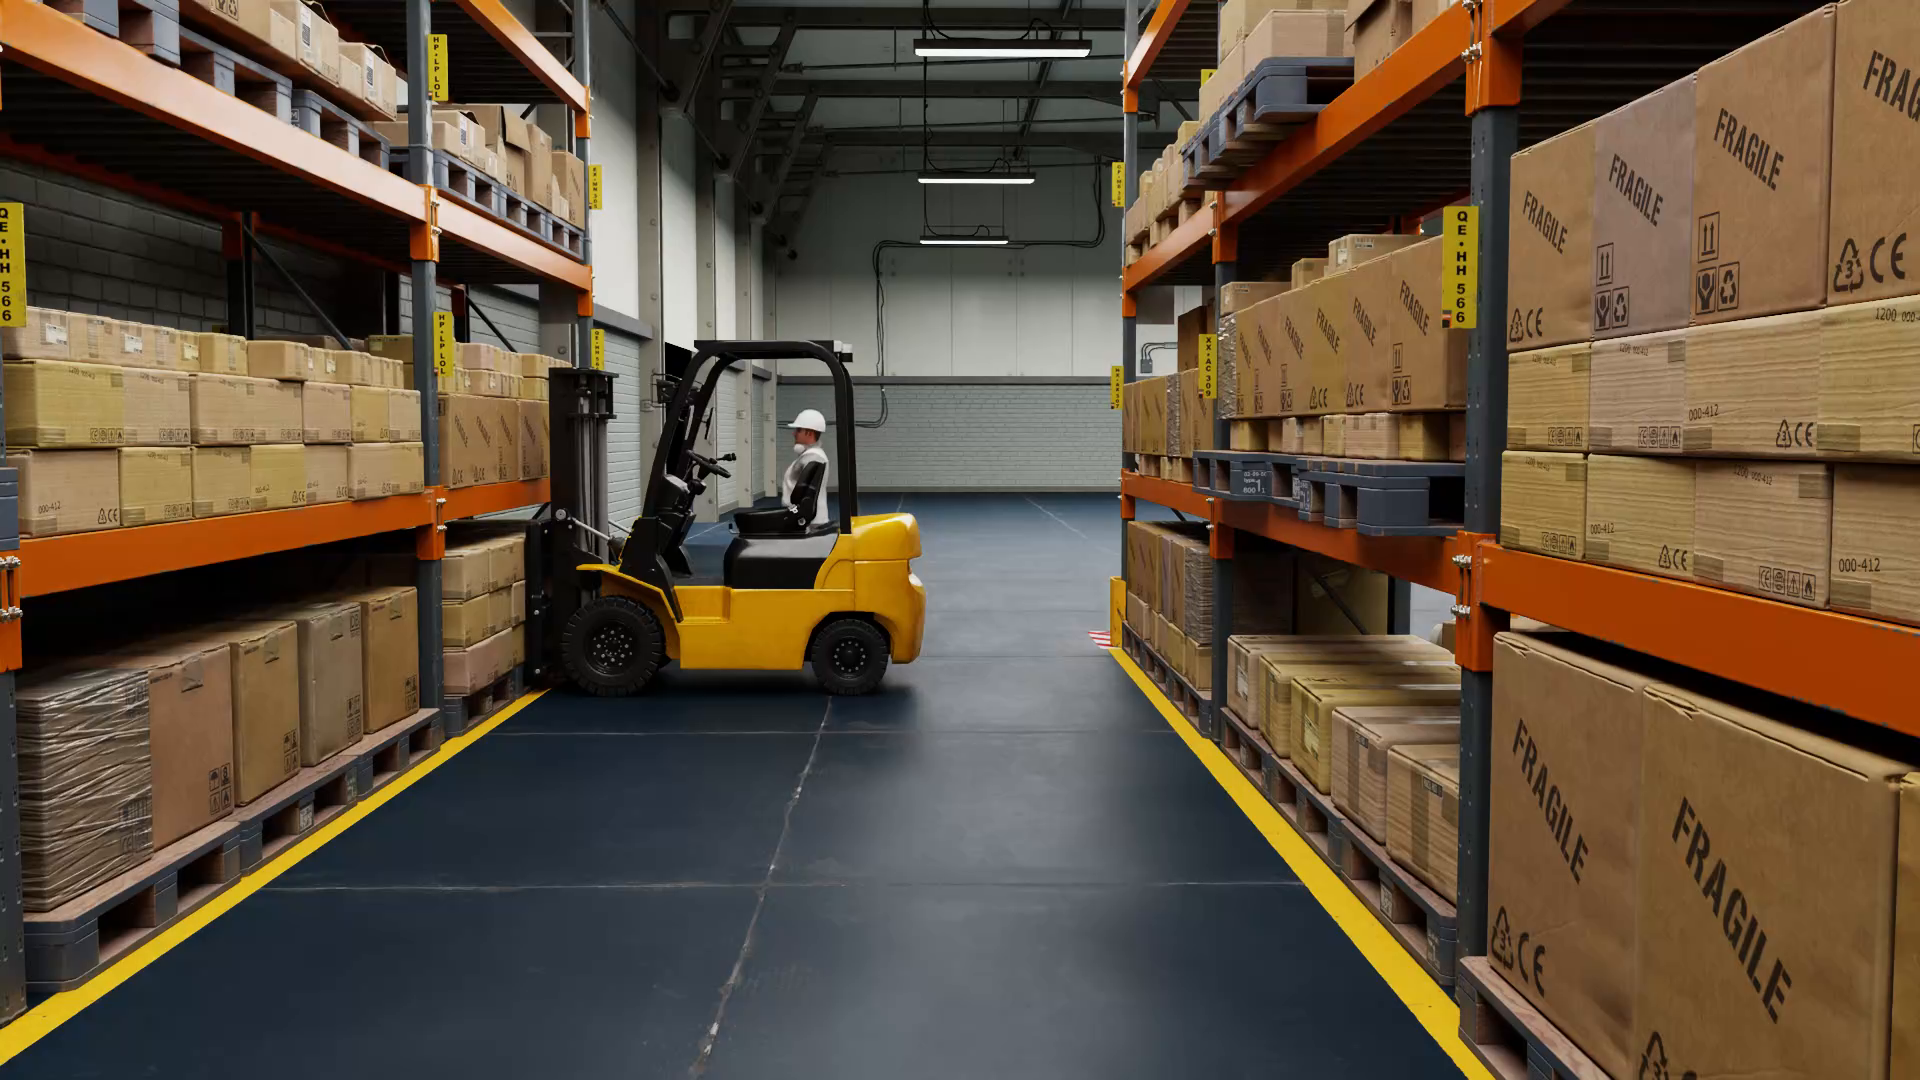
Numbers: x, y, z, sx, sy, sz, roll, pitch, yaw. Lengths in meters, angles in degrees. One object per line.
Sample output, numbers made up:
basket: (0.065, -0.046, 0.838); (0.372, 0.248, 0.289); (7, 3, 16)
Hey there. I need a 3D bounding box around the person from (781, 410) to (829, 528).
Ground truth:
person: (-1.187, -0.074, 12.776); (0.371, 1.843, 0.534); (0, 4, 0)
